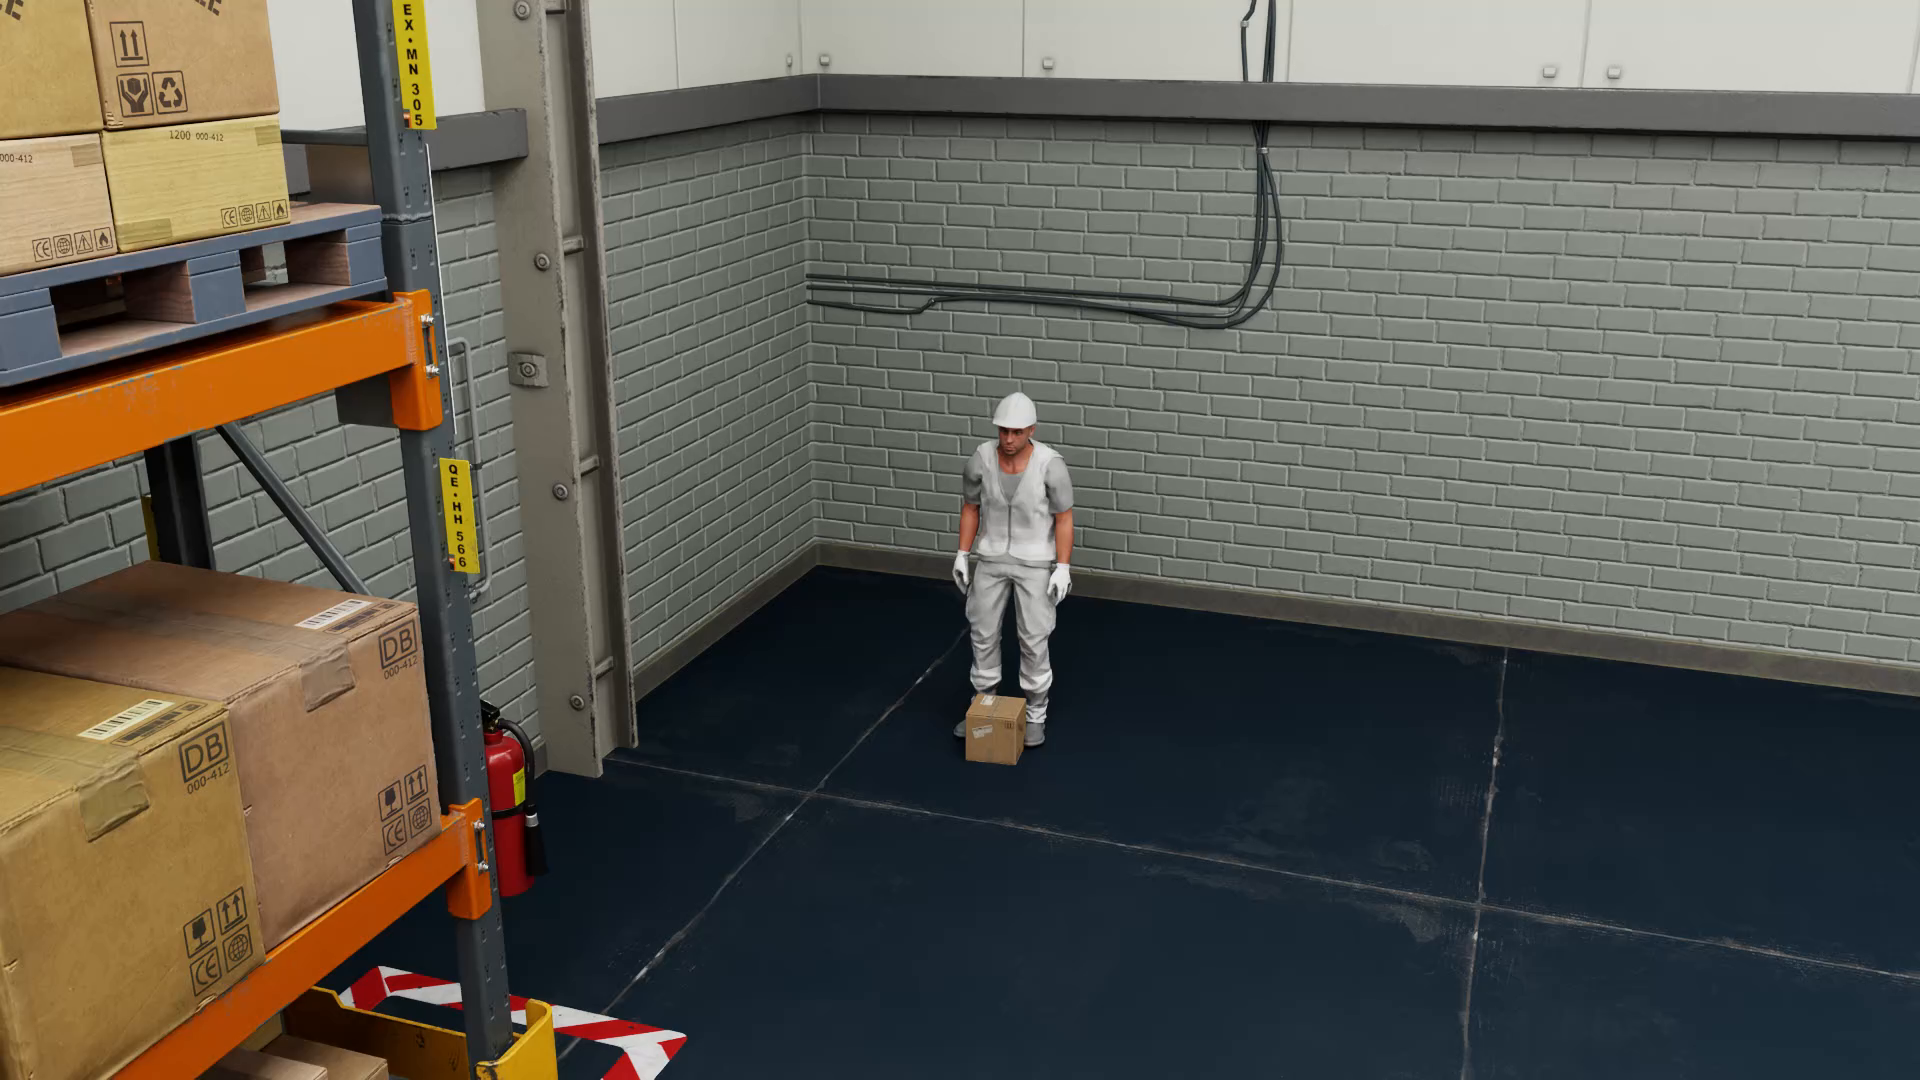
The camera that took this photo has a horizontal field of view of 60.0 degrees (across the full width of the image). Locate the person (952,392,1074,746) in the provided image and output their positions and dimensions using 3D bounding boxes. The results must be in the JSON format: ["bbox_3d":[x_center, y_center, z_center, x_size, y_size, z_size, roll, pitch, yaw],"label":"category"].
[{"bbox_3d":[0.255,0.136,8.131,0.603,1.778,0.451,6,19,17],"label":"person"}]
